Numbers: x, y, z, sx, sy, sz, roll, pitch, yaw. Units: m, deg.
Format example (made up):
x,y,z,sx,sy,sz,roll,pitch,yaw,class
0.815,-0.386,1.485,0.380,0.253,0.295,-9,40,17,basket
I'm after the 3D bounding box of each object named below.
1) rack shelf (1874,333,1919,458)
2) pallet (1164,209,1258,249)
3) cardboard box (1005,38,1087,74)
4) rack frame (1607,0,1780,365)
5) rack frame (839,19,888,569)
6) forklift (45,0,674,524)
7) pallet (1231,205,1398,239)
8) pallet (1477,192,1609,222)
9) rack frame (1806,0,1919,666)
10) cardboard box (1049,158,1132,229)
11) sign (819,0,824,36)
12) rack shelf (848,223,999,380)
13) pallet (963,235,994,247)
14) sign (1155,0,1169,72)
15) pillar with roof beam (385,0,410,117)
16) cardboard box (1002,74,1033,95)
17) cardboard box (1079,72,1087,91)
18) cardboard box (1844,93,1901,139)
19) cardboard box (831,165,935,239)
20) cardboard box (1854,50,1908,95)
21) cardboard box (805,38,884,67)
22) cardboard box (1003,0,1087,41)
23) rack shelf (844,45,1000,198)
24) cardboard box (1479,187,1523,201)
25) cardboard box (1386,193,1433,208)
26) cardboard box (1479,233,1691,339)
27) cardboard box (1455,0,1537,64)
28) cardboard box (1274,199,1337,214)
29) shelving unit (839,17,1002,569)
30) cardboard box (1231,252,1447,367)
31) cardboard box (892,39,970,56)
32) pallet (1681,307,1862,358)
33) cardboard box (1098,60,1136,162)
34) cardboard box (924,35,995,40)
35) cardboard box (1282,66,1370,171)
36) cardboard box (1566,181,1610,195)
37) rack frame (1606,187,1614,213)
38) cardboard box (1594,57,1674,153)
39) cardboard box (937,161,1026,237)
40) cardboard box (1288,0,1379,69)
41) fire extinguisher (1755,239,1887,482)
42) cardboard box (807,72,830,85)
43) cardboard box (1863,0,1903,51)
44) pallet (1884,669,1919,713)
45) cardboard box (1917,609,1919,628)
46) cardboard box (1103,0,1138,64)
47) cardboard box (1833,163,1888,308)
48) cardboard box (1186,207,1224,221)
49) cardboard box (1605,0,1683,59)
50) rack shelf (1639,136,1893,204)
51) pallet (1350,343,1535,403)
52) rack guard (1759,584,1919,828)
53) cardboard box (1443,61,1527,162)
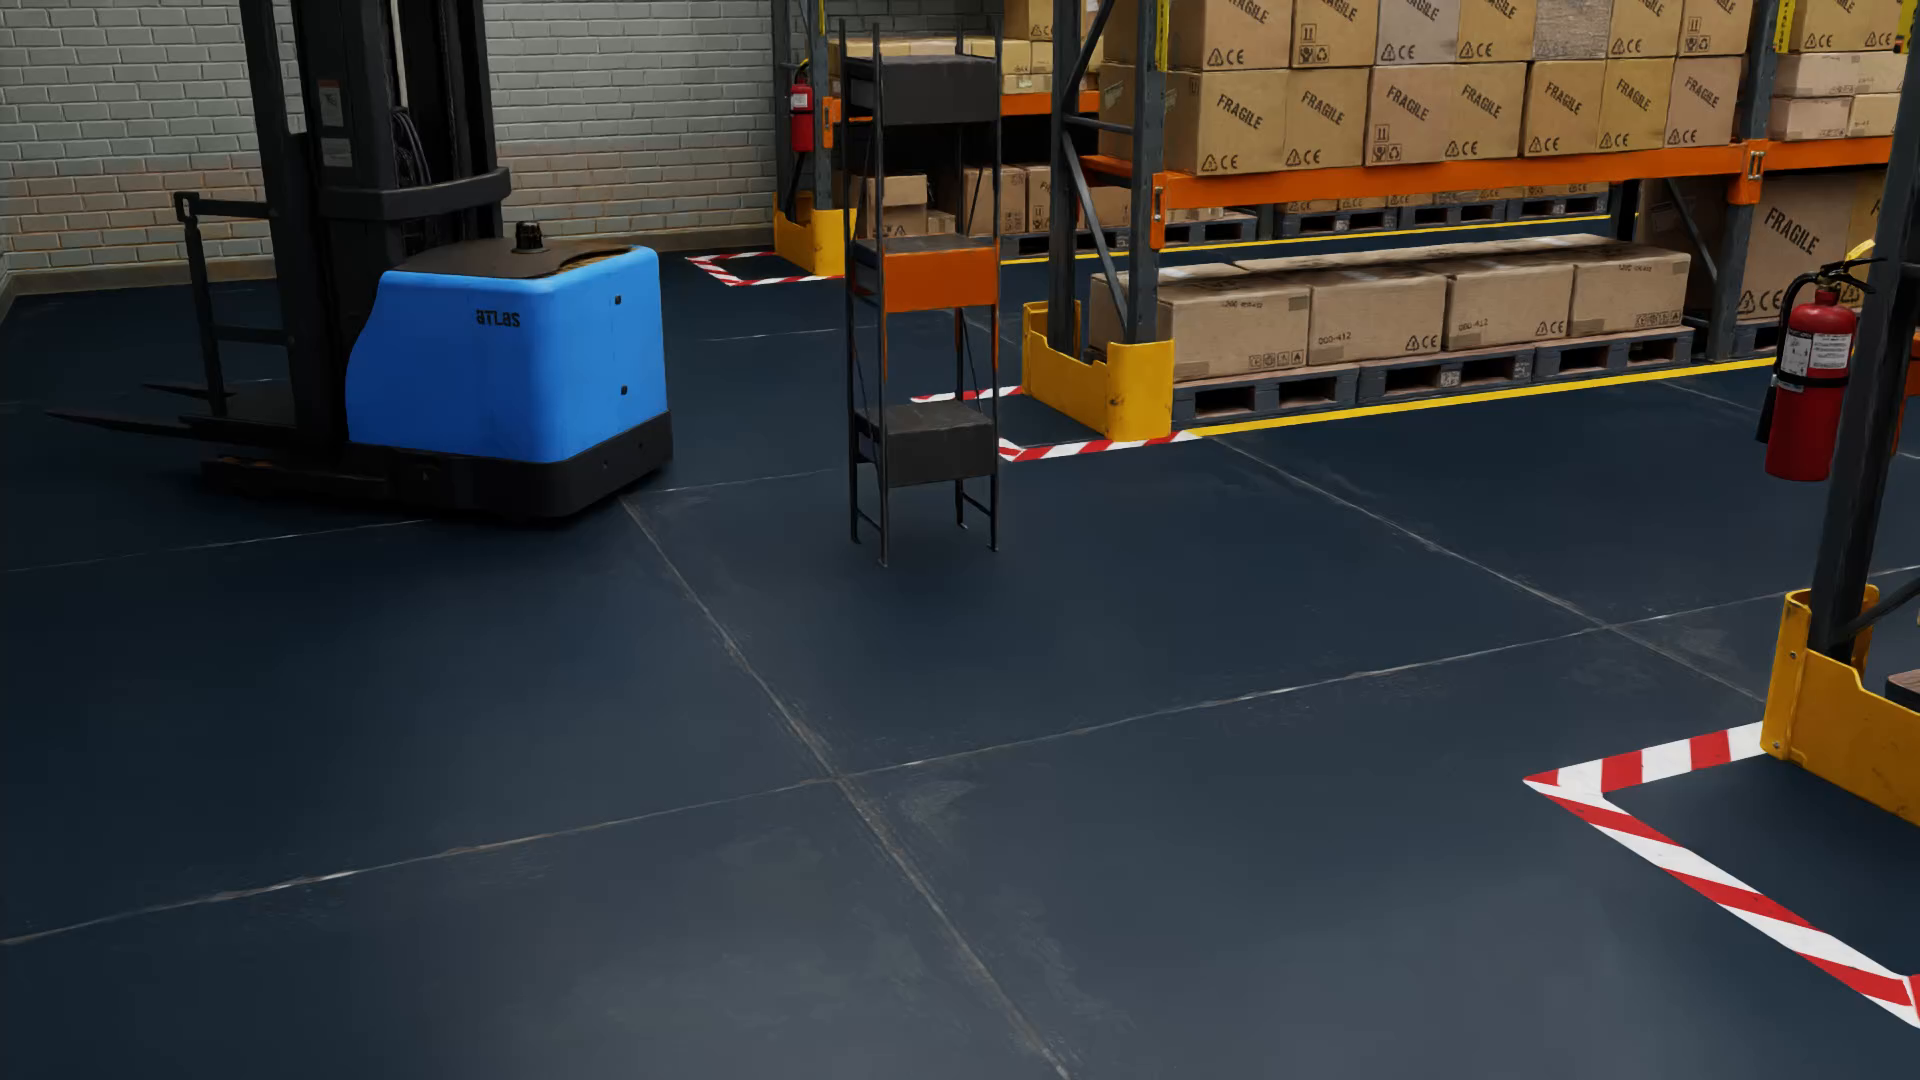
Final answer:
x,y,z,sx,sy,sz,roll,pitch,yaw,class
4.629,-0.534,5.106,4.000,0.370,1.077,-8,21,-22,rack shelf
1.811,-2.741,14.488,1.213,0.211,1.003,-8,21,-22,pallet
0.681,-3.875,13.288,0.500,0.250,0.500,-9,21,-23,cardboard box
4.412,-2.633,9.983,0.127,3.000,1.000,-8,21,-22,rack frame
-0.376,-0.937,6.520,0.015,2.100,0.400,-8,21,-22,rack frame
-2.937,-1.731,7.526,3.031,2.935,1.130,7,21,19,forklift
3.174,-2.949,15.080,1.213,0.211,1.003,-8,21,-22,pallet
5.415,-3.270,15.992,1.213,0.211,1.003,-8,21,-22,pallet
2.793,-0.610,4.239,0.127,3.000,1.000,-8,21,-22,rack frame
1.122,-2.928,13.952,0.500,0.500,0.700,-9,21,-24,cardboard box
-1.015,-3.863,12.173,0.005,0.325,0.100,-8,21,-22,sign
-0.152,-0.956,6.616,0.480,0.518,0.431,-8,21,-22,rack shelf
-0.429,-2.420,13.576,1.213,0.211,1.003,-8,21,-22,pallet
0.953,-2.382,7.849,0.005,0.325,0.100,-8,21,-22,sign
-2.358,-5.057,7.835,0.400,9.000,9.100,-8,21,-22,pillar with roof beam
0.383,-3.615,13.151,0.250,0.149,0.380,-9,21,-23,cardboard box
0.826,-3.711,13.423,0.250,0.149,0.380,-8,21,-22,cardboard box
5.395,-2.608,10.138,0.500,0.250,0.500,-9,21,-23,cardboard box
-0.631,-2.692,13.278,0.637,0.503,0.797,-9,21,-24,cardboard box
5.395,-2.847,10.064,0.500,0.250,0.500,-8,21,-21,cardboard box
-0.913,-3.831,13.163,0.500,0.250,0.500,-8,21,-20,cardboard box
0.670,-4.218,13.134,0.500,0.500,0.500,-8,21,-21,cardboard box
-0.152,-1.616,6.384,0.480,0.518,0.431,-8,21,-22,rack shelf
4.869,-3.438,15.401,0.500,0.500,0.500,-7,21,-20,cardboard box
3.921,-3.297,15.002,0.500,0.500,0.500,-9,21,-24,cardboard box
3.793,-1.573,10.197,0.875,0.438,0.875,-8,21,-23,cardboard box
2.692,-2.808,8.824,0.500,0.500,0.500,-8,21,-22,cardboard box
2.976,-3.160,14.612,0.500,0.500,0.500,-7,21,-20,cardboard box
-0.152,-0.969,6.611,0.503,2.100,0.431,-8,21,-22,shelving unit
2.143,-1.336,9.527,0.875,0.438,0.875,-8,21,-20,cardboard box
-0.244,-3.733,12.886,0.500,0.250,0.500,-8,21,-21,cardboard box
5.091,-1.442,10.800,1.213,0.211,1.003,-8,21,-22,pallet
1.077,-2.298,8.881,0.500,0.500,0.500,-8,21,-22,cardboard box
0.017,-3.962,13.536,0.500,0.250,0.500,-7,21,-20,cardboard box
1.747,-2.204,8.616,0.500,0.500,0.500,-8,21,-23,cardboard box
5.812,-3.570,15.776,0.500,0.500,0.500,-8,21,-20,cardboard box
6.115,-4.672,15.775,0.127,3.000,1.000,-8,21,-22,rack frame
3.617,-2.472,9.375,0.500,0.500,0.500,-9,21,-23,cardboard box
0.169,-2.791,13.564,0.500,0.500,0.700,-7,21,-20,cardboard box
1.764,-2.672,8.438,0.500,0.500,0.500,-9,21,-23,cardboard box
2.379,-0.506,4.620,0.183,0.674,0.296,-8,21,-22,fire extinguisher
-1.032,-3.627,13.184,0.250,0.149,0.380,-8,21,-23,cardboard box
5.386,-3.197,9.930,0.500,0.500,0.500,-8,21,-22,cardboard box
3.622,0.599,5.004,1.213,0.211,1.003,-8,21,-22,pallet
3.164,0.239,5.038,0.250,0.149,0.380,-9,21,-23,cardboard box
1.088,-2.761,8.692,0.500,0.500,0.500,-7,21,-20,cardboard box
5.776,-2.056,10.911,0.875,0.875,0.875,-8,21,-20,cardboard box
2.047,-2.837,14.222,0.250,0.149,0.380,-9,21,-24,cardboard box
3.619,-2.941,9.202,0.500,0.500,0.500,-8,21,-23,cardboard box
6.248,-2.557,10.850,4.000,0.370,1.077,-8,21,-22,rack shelf
2.561,-1.080,9.770,1.213,0.211,1.003,-8,21,-22,pallet
2.862,0.559,4.683,0.348,0.500,1.175,-8,21,-22,rack guard
2.675,-2.337,8.992,0.500,0.500,0.500,-7,21,-20,cardboard box
